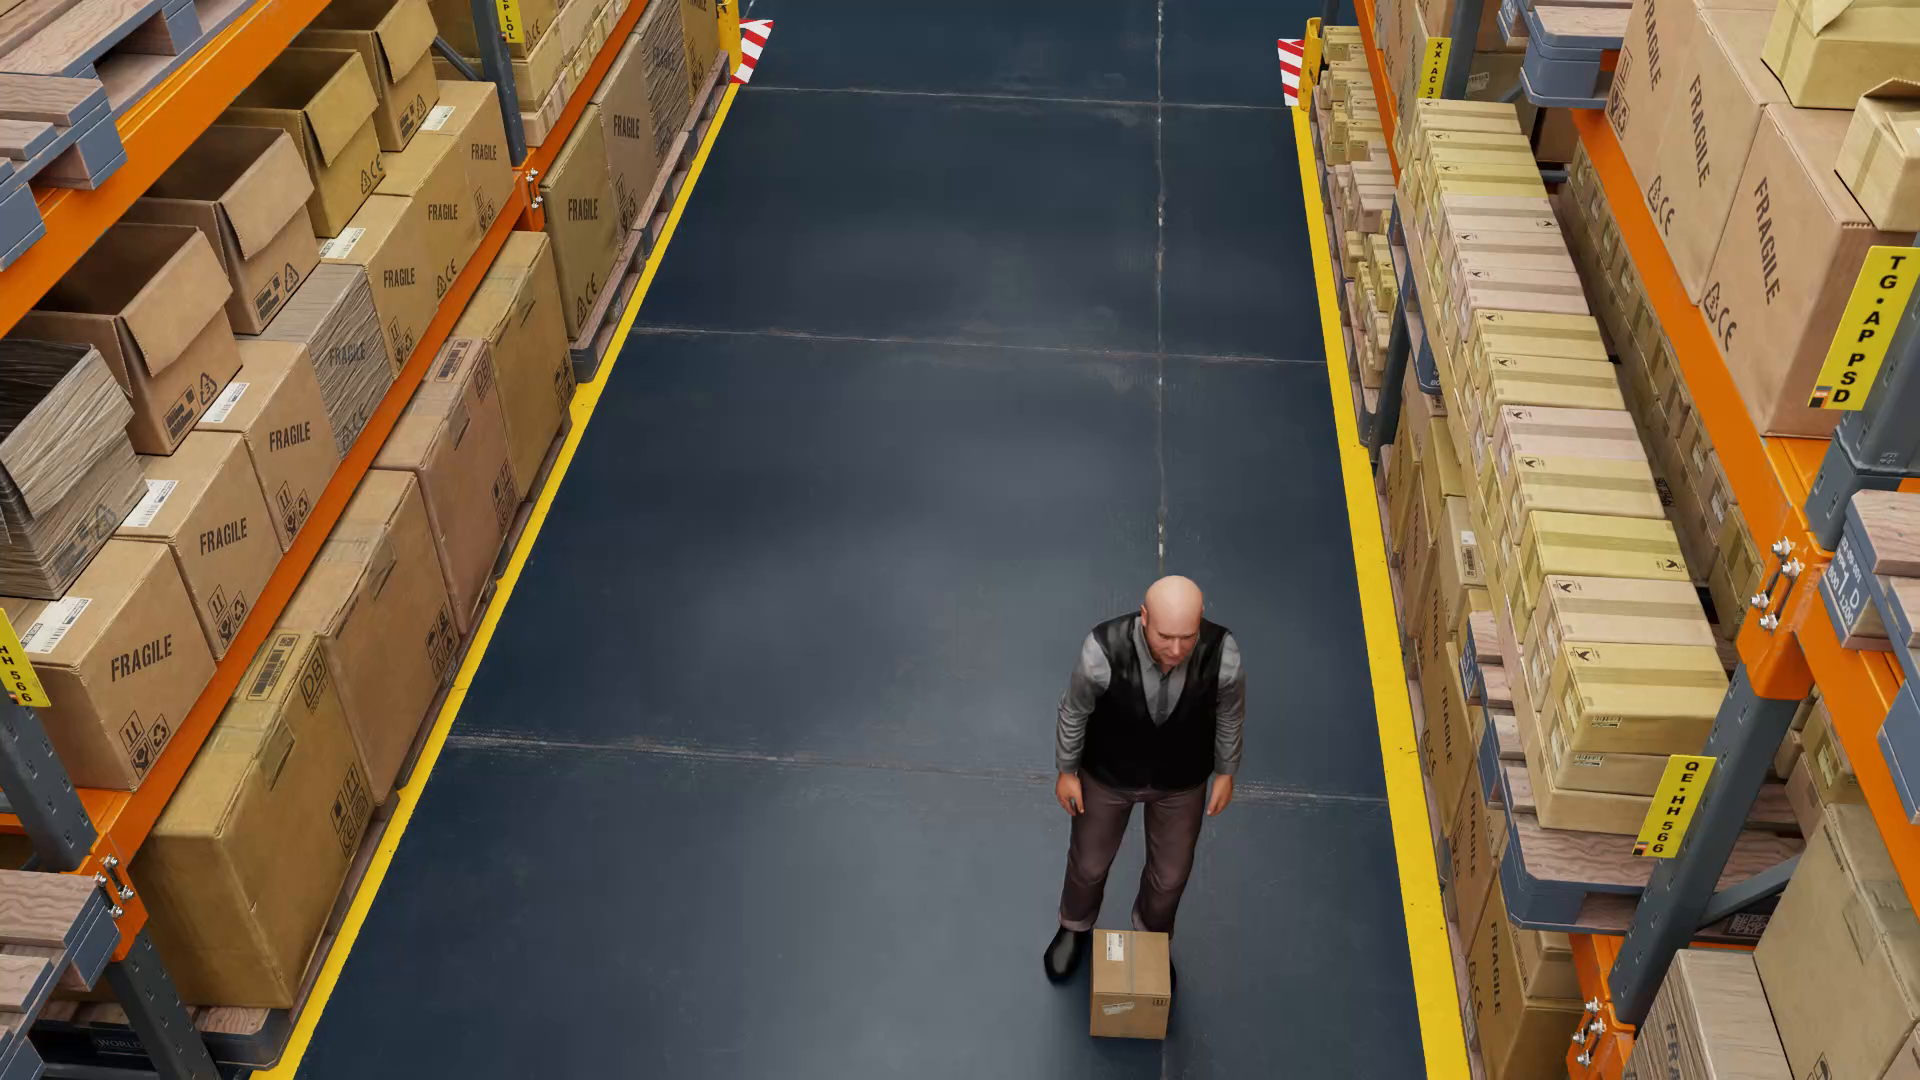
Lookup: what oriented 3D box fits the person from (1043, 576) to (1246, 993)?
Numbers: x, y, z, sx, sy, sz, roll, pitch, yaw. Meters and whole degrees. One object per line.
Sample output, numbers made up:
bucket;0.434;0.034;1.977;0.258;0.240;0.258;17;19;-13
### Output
person;0.587;0.753;5.271;0.592;1.720;0.474;1;40;1
